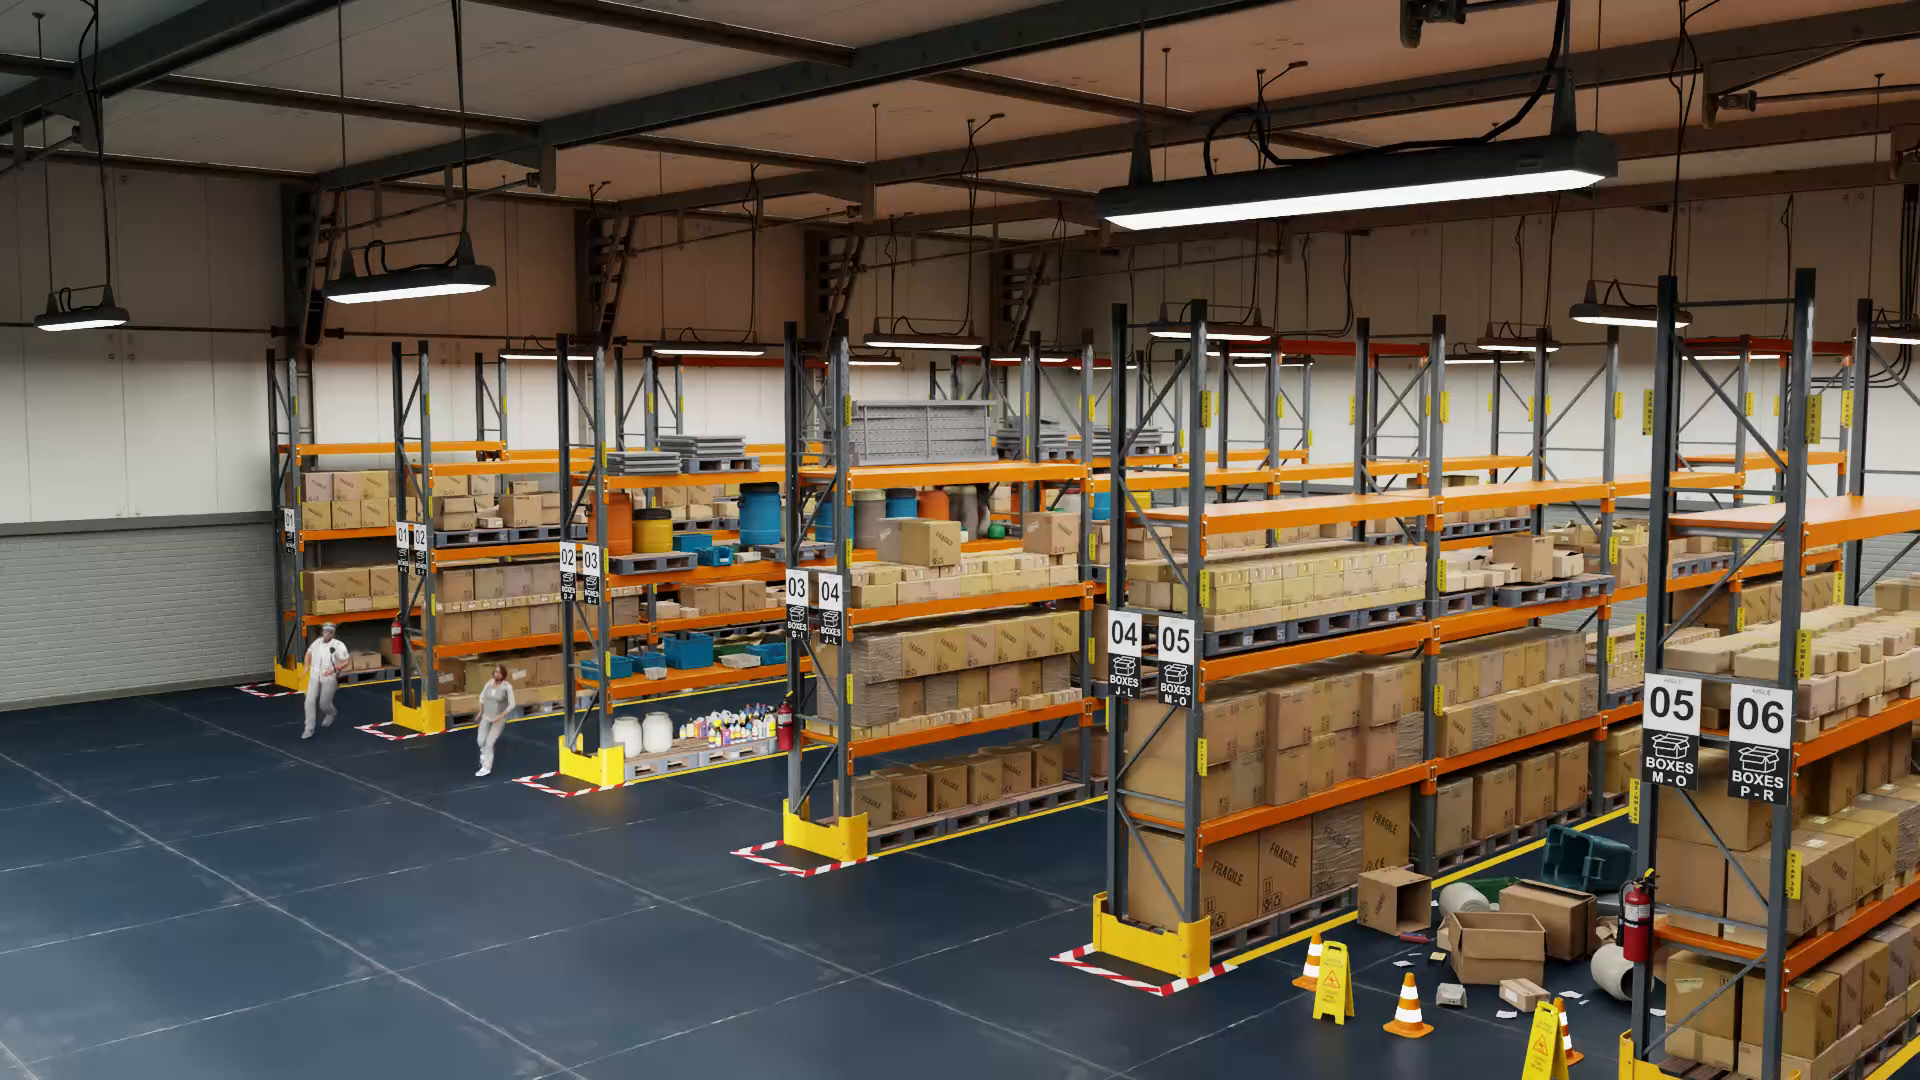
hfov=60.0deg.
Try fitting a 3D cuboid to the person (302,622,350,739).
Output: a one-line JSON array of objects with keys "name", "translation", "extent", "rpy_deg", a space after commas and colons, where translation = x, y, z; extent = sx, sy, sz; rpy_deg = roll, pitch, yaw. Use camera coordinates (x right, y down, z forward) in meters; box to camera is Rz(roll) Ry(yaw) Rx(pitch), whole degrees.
[{"name": "person", "translation": [-9.673, 2.108, 25.395], "extent": [0.703, 1.743, 0.864], "rpy_deg": [0, 5, 0]}]

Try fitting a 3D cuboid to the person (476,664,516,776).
[{"name": "person", "translation": [-6.326, 2.451, 22.579], "extent": [0.569, 1.524, 0.478], "rpy_deg": [1, 5, 6]}]
